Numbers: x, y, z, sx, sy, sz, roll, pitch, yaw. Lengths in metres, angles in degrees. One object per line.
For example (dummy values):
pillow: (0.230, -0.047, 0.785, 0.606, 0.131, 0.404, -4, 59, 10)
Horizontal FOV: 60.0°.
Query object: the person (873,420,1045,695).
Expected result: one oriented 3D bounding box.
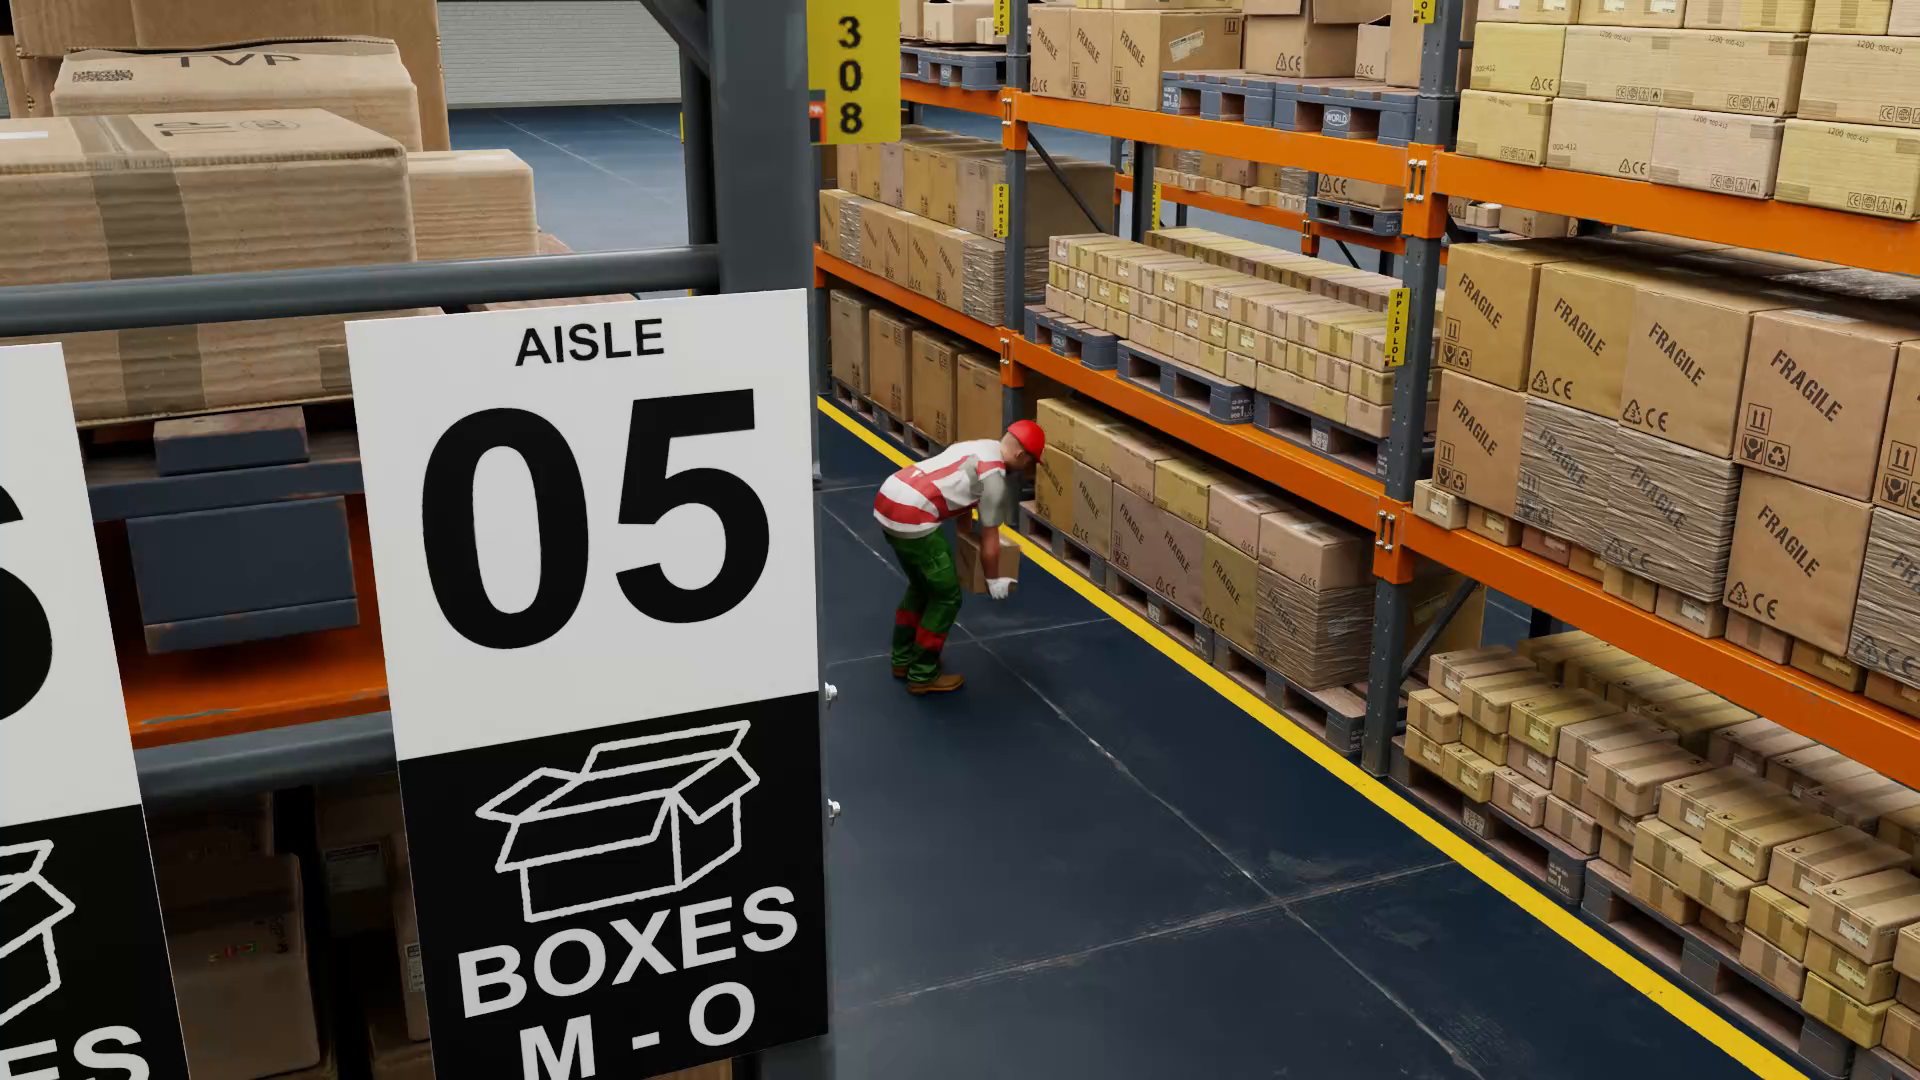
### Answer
person: (0.015, 0.070, 8.521, 0.914, 1.335, 0.487, -8, 20, -23)
